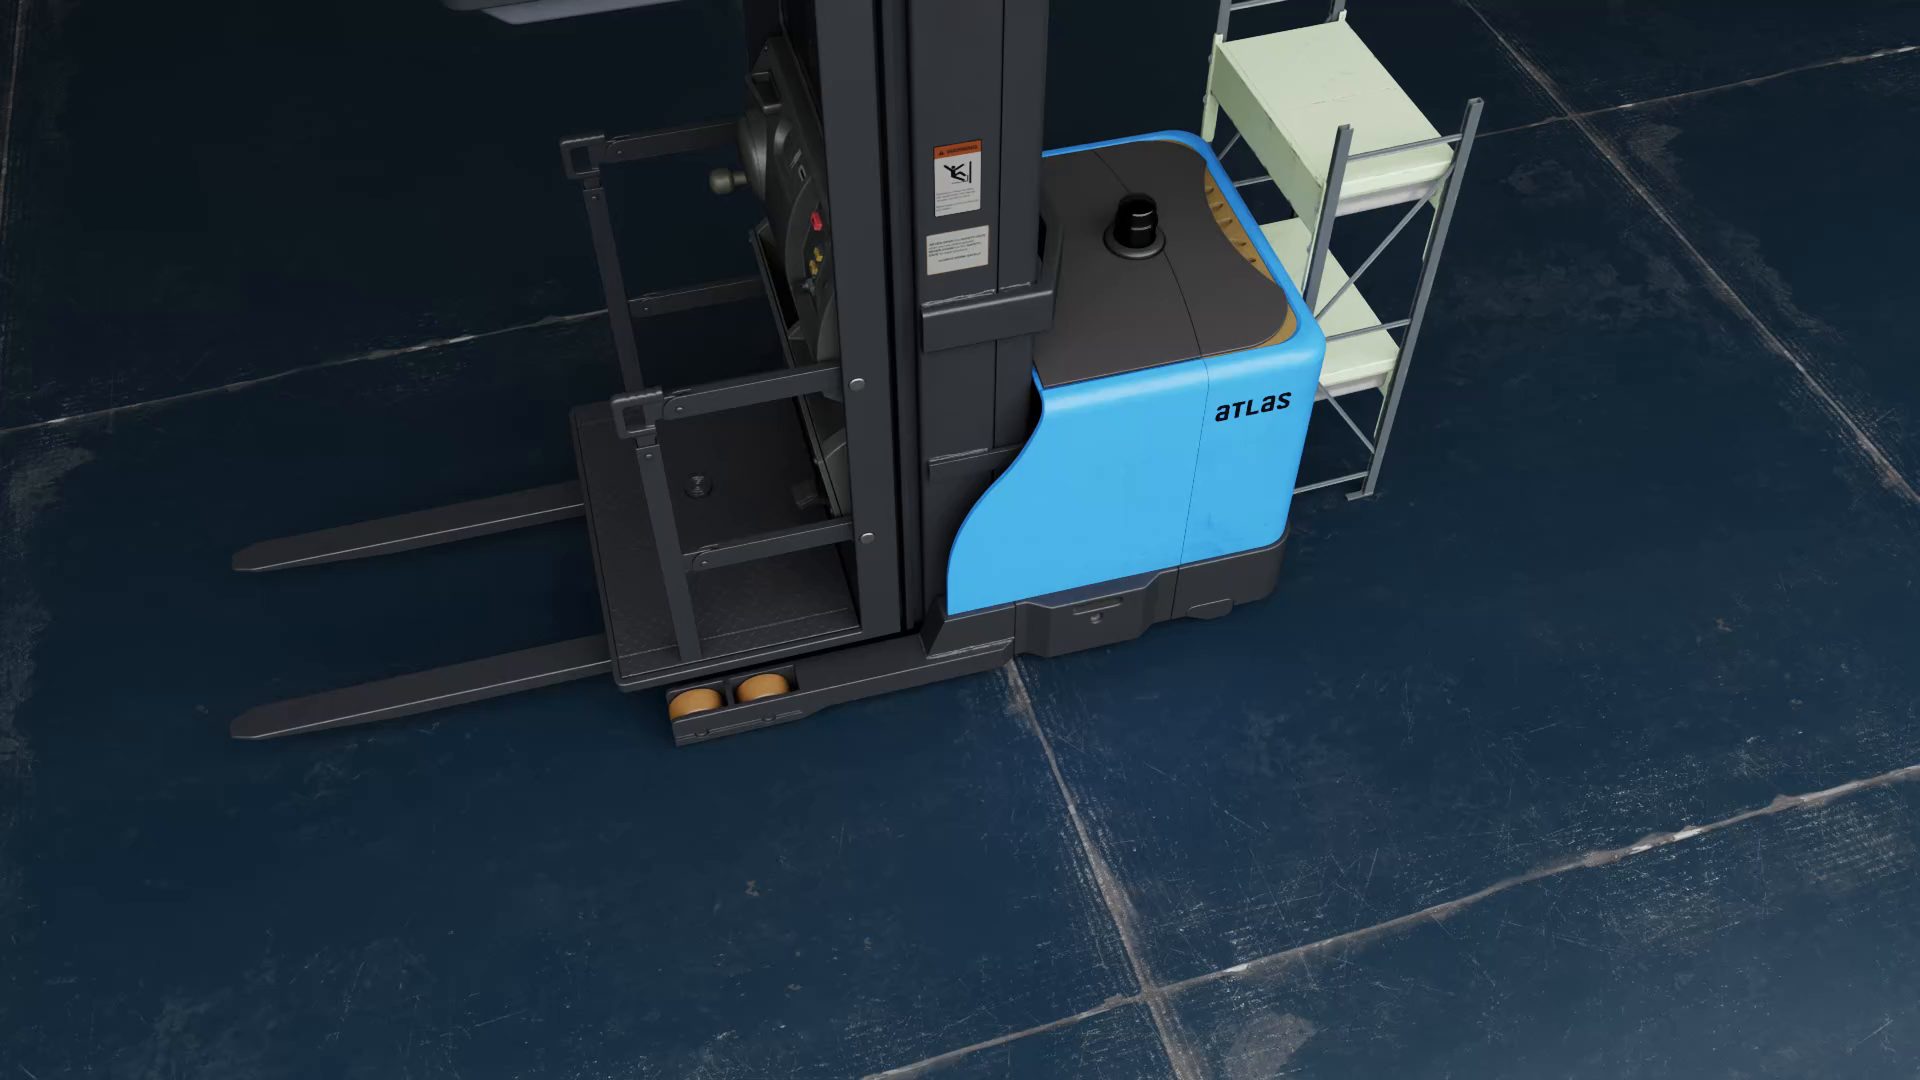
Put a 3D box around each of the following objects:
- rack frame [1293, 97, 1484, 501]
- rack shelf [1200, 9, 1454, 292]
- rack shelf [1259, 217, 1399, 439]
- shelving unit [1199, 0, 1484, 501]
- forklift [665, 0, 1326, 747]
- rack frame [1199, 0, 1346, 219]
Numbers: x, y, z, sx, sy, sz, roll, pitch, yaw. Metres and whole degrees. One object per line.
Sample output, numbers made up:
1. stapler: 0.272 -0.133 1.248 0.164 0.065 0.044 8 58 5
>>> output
1. rack frame: 1.139 -0.591 4.767 0.400 1.500 0.023 -14 51 -11
2. rack shelf: 1.028 -1.109 4.694 0.431 0.370 0.720 -14 51 -11
3. rack shelf: 1.028 -0.648 5.241 0.431 0.370 0.720 -14 51 -11
4. shelving unit: 1.028 -0.858 4.992 0.431 1.500 0.755 -14 51 -11
5. forklift: -0.606 -0.818 4.022 3.031 2.935 1.130 -12 51 -10
6. rack frame: 0.916 -1.124 5.217 0.400 1.500 0.023 -14 51 -11
